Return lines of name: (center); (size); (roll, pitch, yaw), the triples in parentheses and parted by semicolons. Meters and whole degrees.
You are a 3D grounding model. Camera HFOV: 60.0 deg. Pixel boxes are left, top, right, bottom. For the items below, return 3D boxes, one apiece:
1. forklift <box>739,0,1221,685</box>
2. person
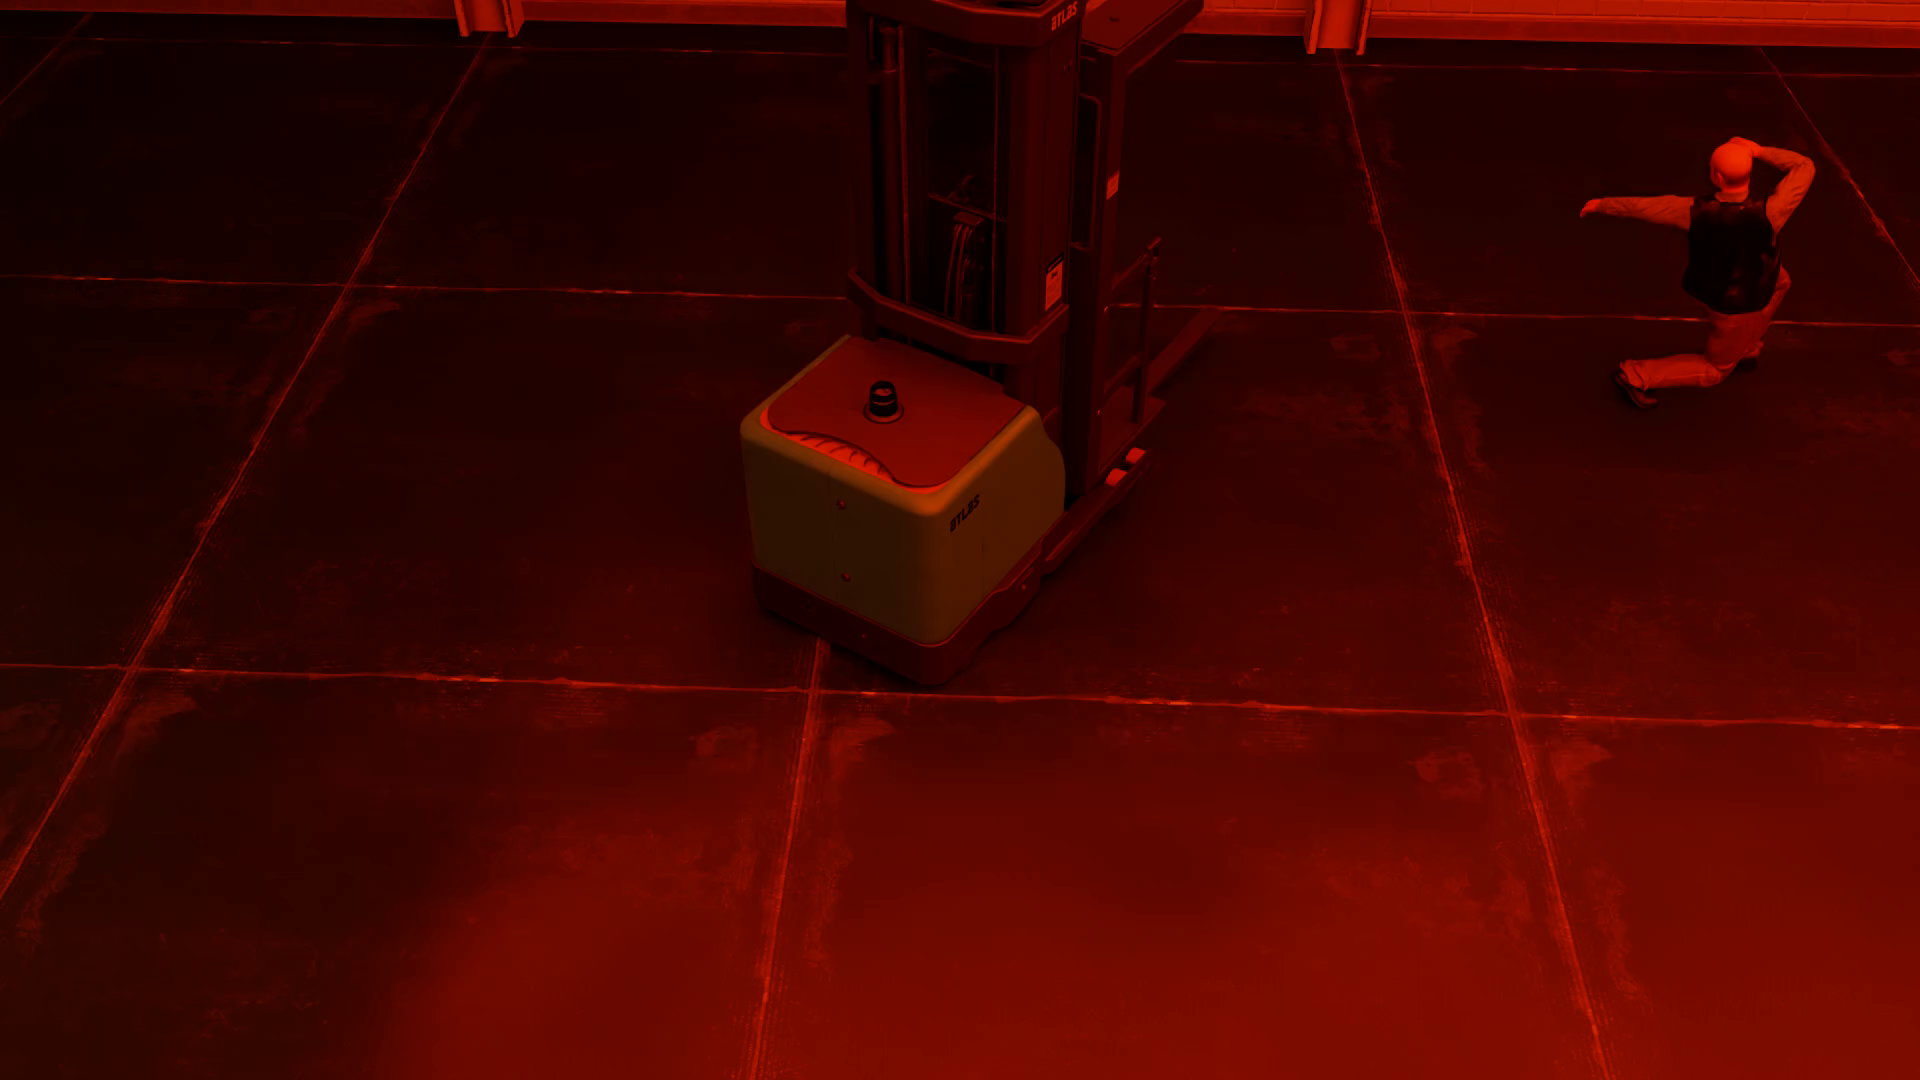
forklift: (0.296, -1.426, 7.304); (1.130, 2.935, 3.031); (24, 48, 24)
person: (3.762, -1.471, 8.471); (0.957, 1.427, 0.955); (-17, 45, -18)
